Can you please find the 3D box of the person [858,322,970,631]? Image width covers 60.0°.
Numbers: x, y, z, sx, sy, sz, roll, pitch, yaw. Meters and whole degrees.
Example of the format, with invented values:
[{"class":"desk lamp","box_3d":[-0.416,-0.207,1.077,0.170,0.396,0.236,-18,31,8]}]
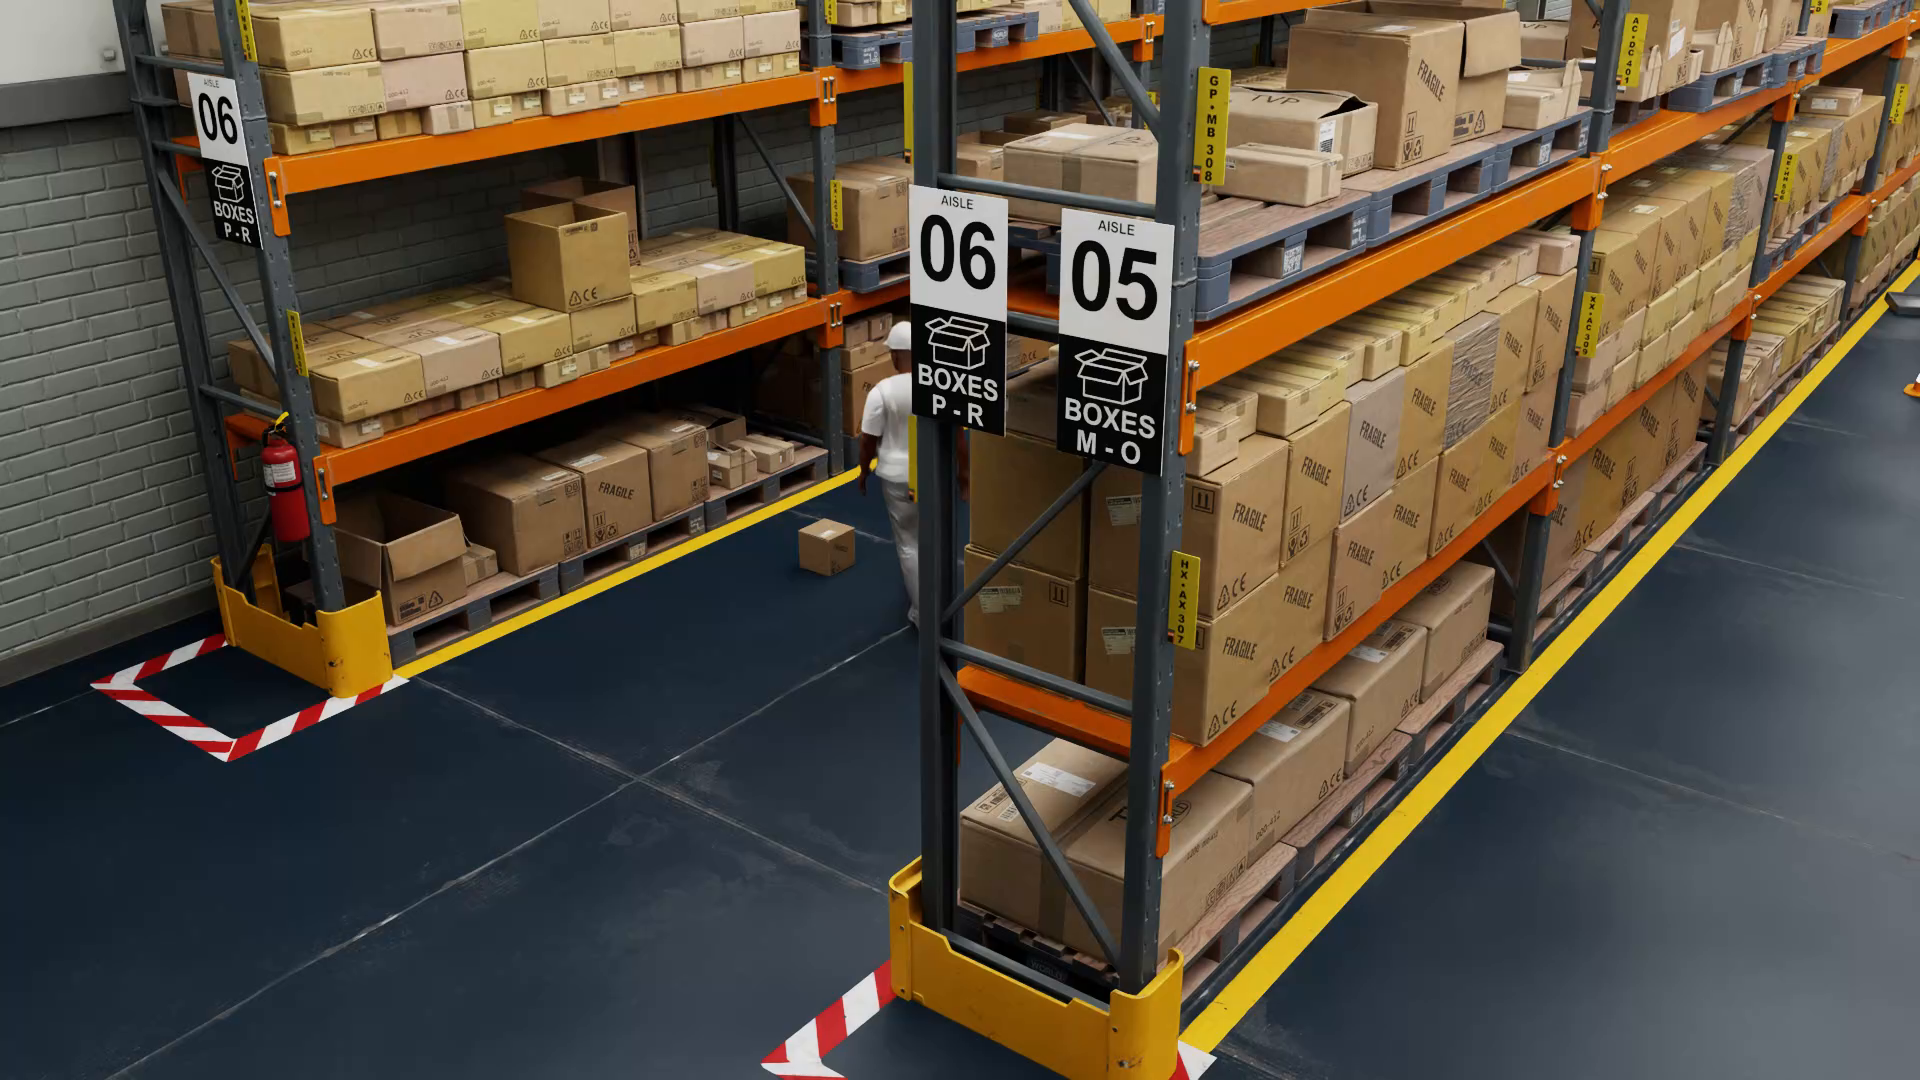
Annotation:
[{"class":"person","box_3d":[-0.305,-0.427,9.536,0.613,1.726,0.937,-10,25,-22]}]
